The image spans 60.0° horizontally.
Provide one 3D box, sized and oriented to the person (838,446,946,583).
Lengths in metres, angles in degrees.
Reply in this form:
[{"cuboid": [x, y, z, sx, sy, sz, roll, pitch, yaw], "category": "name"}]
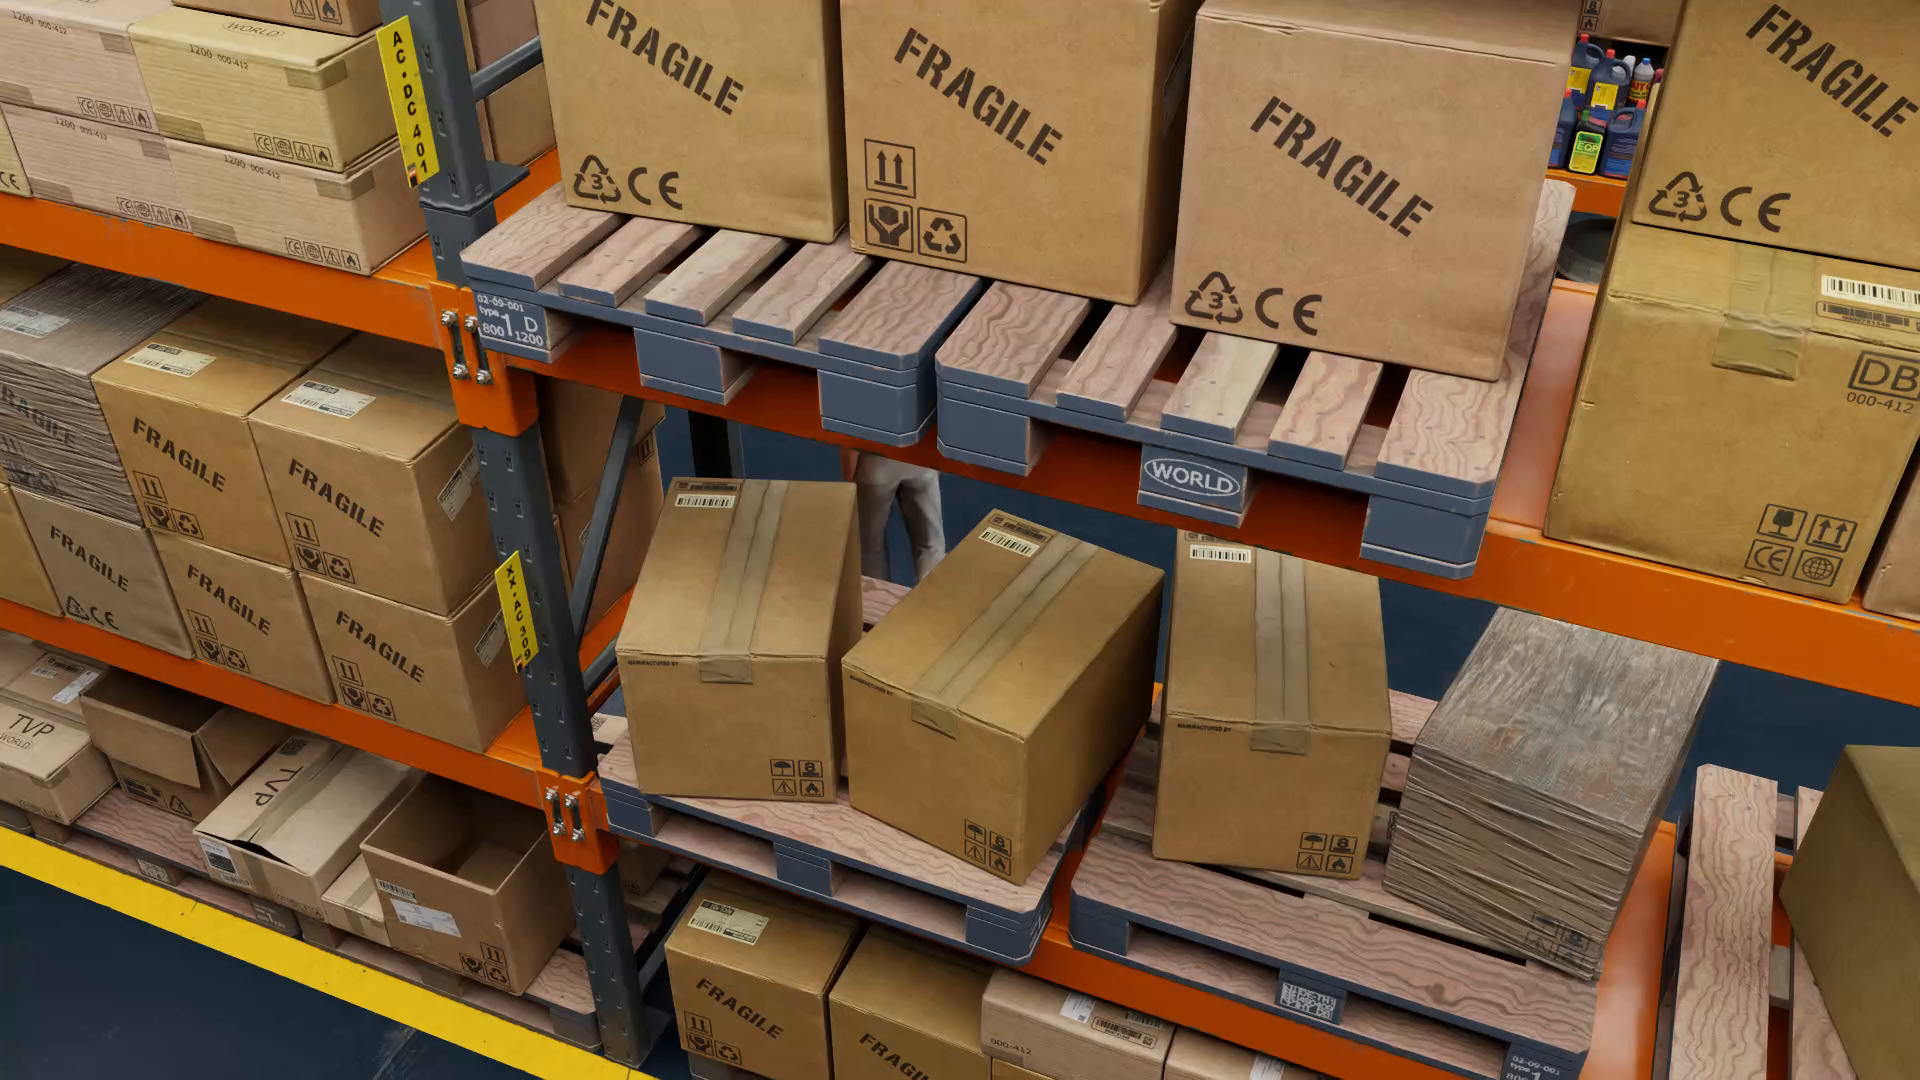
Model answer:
[{"cuboid": [-0.239, -0.251, 6.469, 0.482, 1.671, 0.627, -13, 40, -17], "category": "person"}]
